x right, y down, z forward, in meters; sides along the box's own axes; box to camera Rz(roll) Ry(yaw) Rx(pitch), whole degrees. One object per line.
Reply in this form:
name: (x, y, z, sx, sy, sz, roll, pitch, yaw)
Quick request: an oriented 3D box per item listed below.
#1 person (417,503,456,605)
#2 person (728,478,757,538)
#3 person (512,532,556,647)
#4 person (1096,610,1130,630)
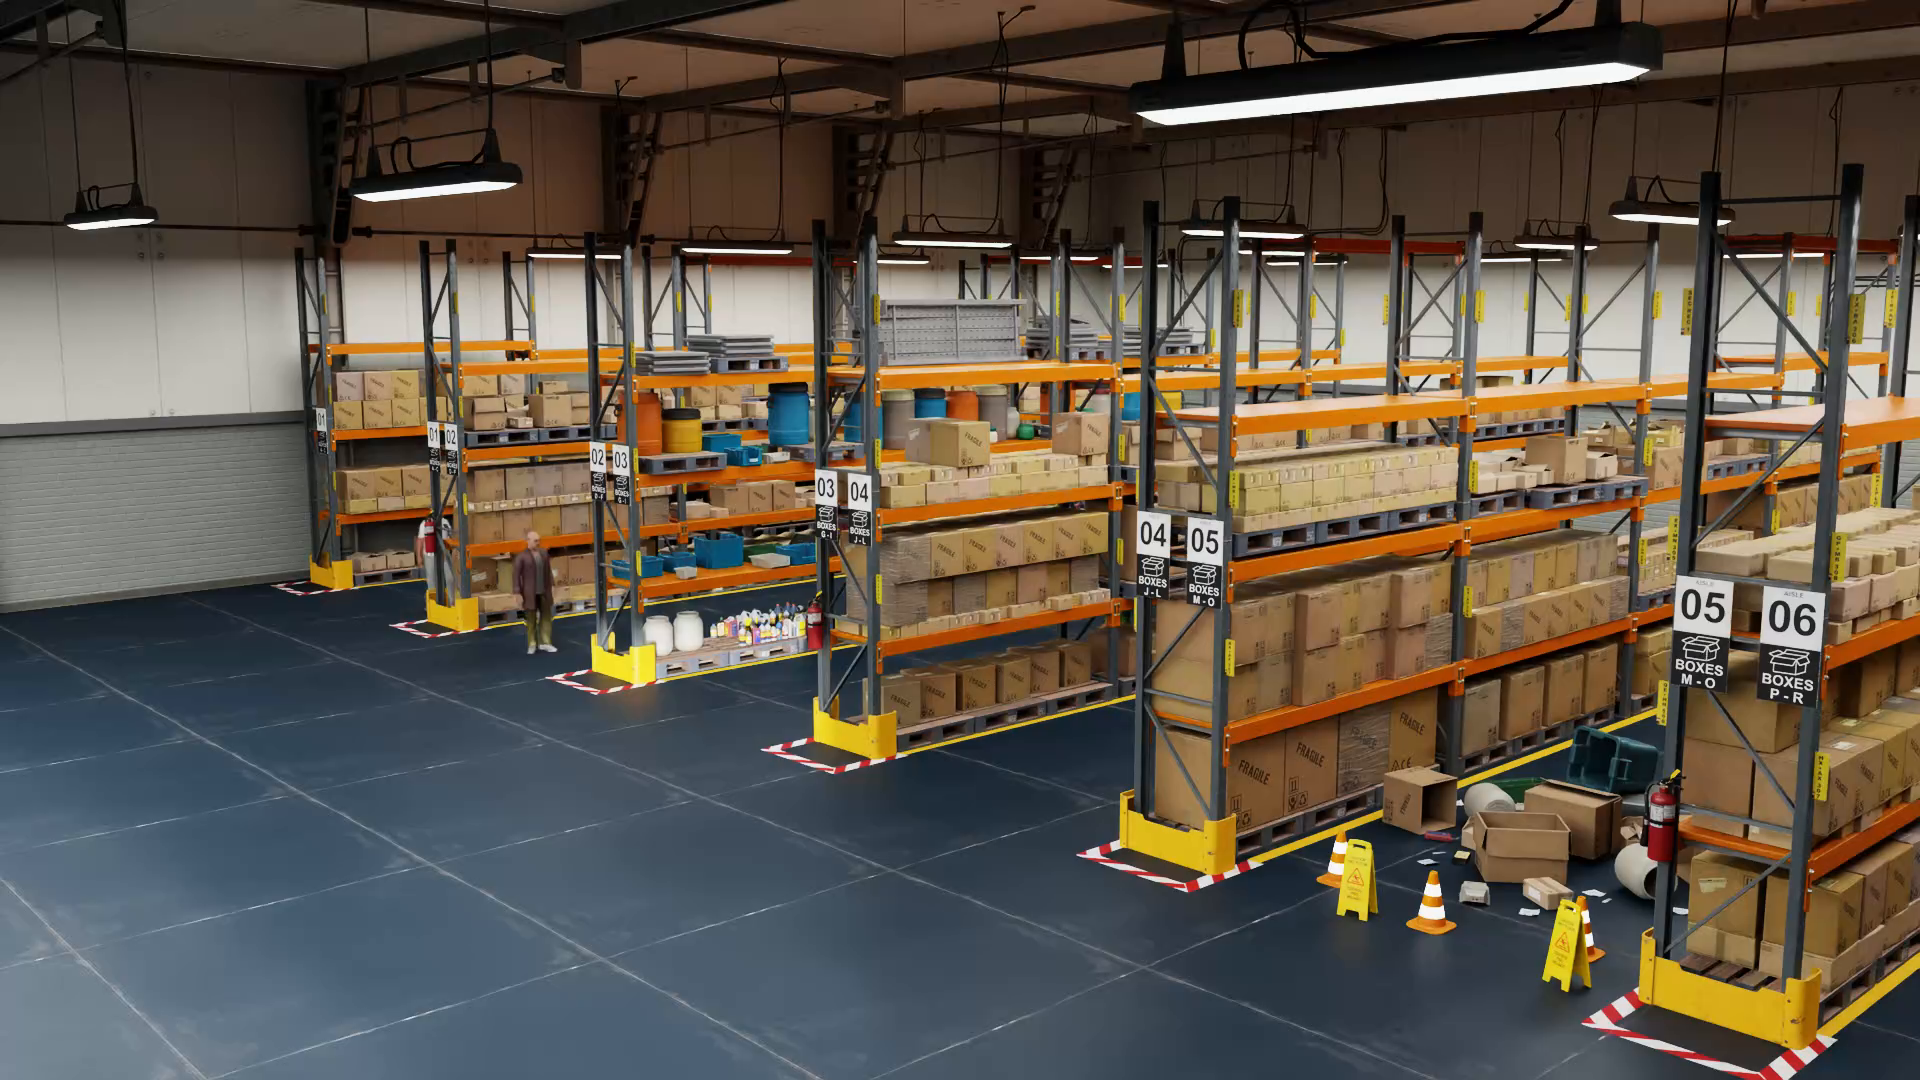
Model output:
person: (-8.700, 0.287, 27.626, 0.633, 1.827, 0.403, -5, 10, -29)
person: (-4.231, -0.375, 32.200, 0.604, 1.770, 0.421, -1, 8, -4)
person: (-6.176, 0.715, 24.133, 0.650, 1.703, 0.342, -7, 11, -40)
person: (2.246, 0.438, 24.444, 0.597, 1.818, 0.563, -6, 10, -33)
